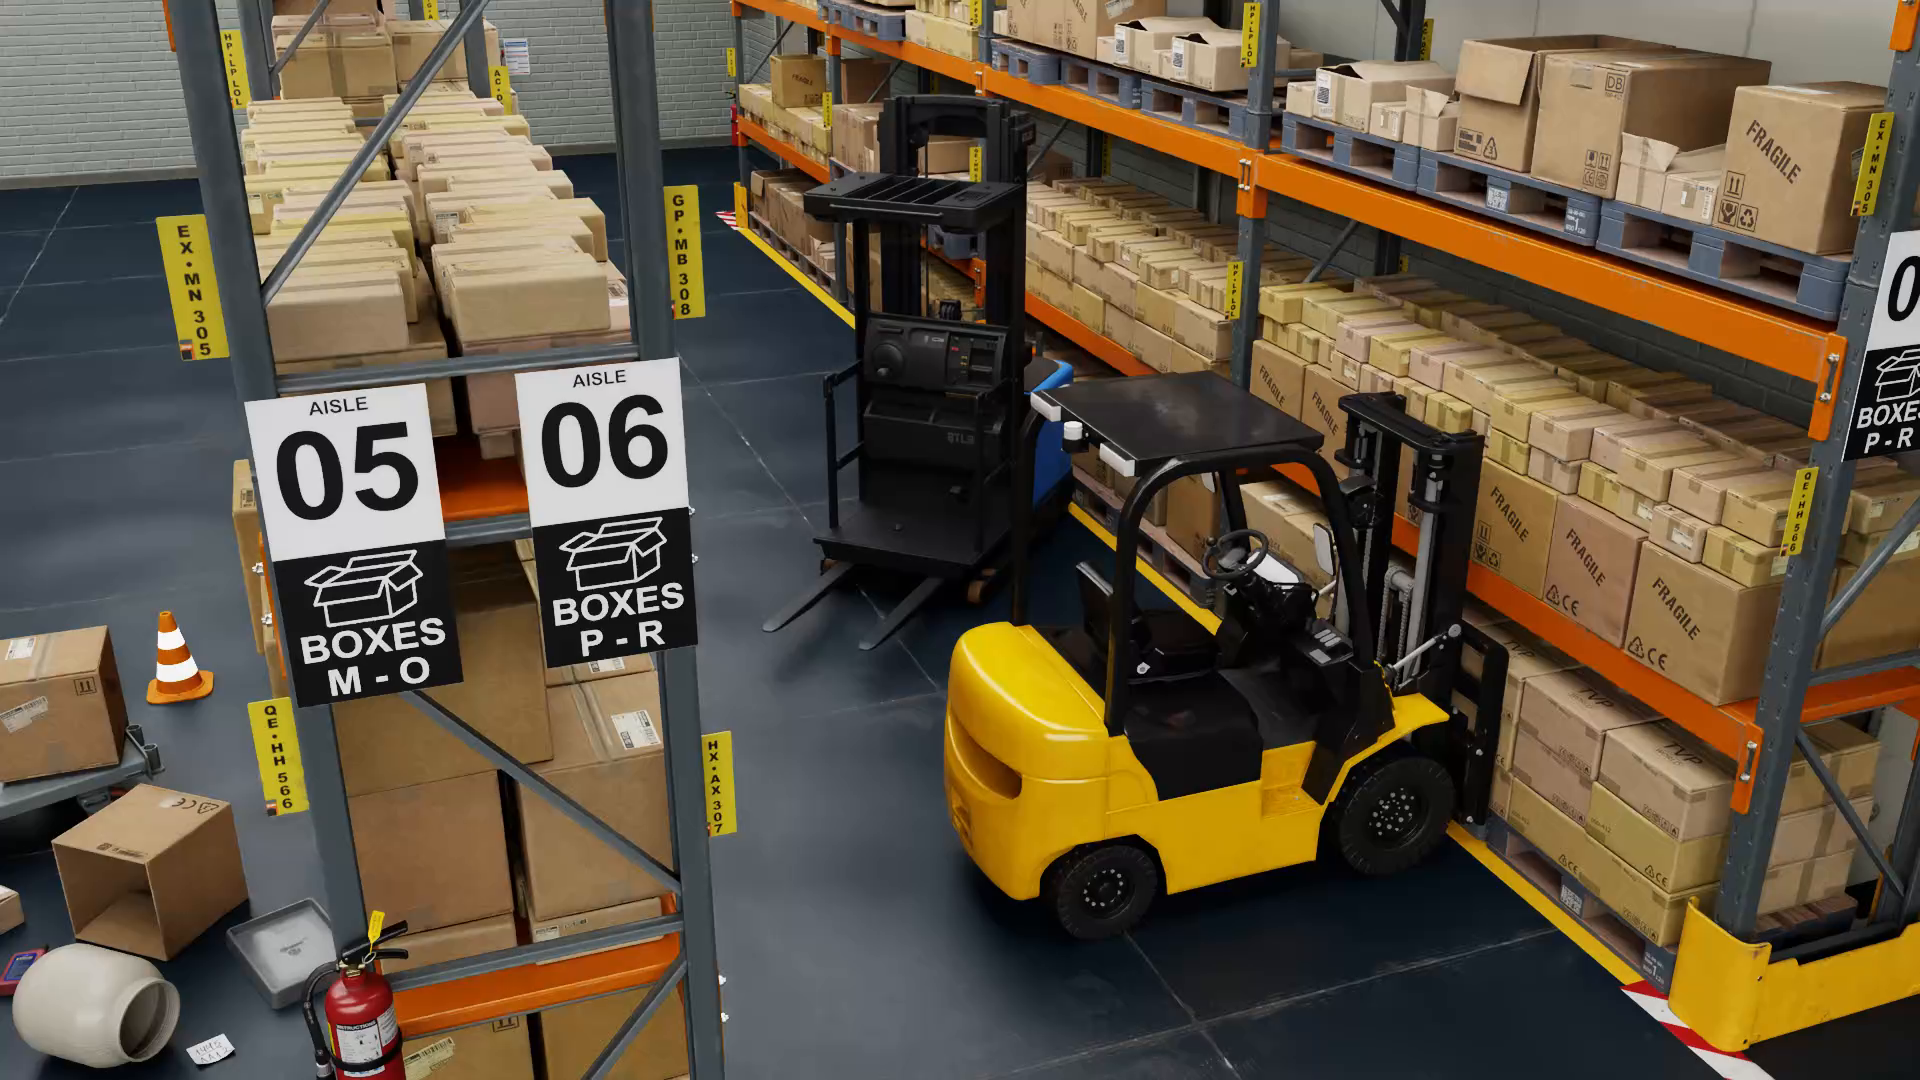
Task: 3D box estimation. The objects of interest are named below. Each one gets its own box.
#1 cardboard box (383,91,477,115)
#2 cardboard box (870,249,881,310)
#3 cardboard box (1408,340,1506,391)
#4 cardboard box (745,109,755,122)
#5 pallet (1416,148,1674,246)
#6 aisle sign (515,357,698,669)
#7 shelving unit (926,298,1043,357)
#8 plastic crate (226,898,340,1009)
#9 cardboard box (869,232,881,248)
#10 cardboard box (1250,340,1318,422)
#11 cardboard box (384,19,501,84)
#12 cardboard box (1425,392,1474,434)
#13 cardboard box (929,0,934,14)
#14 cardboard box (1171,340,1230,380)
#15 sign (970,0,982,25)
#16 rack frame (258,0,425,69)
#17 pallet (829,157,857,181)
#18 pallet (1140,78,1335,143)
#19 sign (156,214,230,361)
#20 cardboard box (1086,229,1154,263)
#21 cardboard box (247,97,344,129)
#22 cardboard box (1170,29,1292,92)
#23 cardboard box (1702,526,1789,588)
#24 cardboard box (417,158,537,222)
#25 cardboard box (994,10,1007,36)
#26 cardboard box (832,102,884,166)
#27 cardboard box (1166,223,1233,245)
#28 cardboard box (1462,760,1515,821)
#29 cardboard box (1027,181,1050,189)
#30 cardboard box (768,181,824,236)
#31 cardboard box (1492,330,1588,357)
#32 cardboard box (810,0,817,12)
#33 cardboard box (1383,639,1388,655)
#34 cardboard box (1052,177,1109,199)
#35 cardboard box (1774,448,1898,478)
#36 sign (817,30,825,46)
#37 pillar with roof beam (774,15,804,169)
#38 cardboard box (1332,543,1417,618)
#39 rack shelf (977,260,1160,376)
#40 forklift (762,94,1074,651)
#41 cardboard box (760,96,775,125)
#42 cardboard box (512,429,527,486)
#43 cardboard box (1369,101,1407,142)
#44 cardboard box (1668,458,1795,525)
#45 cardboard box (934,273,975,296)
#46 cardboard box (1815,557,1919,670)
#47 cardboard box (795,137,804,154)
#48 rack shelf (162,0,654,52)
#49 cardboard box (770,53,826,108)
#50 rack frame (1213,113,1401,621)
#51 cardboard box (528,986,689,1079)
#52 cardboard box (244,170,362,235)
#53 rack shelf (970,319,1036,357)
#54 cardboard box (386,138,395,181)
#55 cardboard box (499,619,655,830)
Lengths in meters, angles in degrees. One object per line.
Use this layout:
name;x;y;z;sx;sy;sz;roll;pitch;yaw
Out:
cardboard box;-2.286;-1.844;7.197;0.380;0.149;0.250;-8;24;-18
cardboard box;-0.628;-2.527;16.061;0.500;0.500;0.500;-9;24;-20
cardboard box;2.405;-0.846;8.047;0.380;0.149;0.250;-8;24;-19
cardboard box;-2.339;-5.065;19.728;0.380;0.149;0.250;-9;24;-19
pallet;2.793;-1.570;7.364;1.003;0.211;1.213;-8;24;-19
aisle sign;-0.877;-0.059;4.182;0.394;0.787;0.004;-8;24;-19
shelving unit;0.169;-1.111;12.438;0.538;1.125;1.048;-9;24;-20
plastic crate;-2.815;1.733;7.034;0.402;0.080;0.583;-18;29;-37
cardboard box;-0.738;-2.968;16.272;0.380;0.149;0.250;-9;24;-20
cardboard box;1.953;-0.826;9.220;0.500;0.500;0.500;-9;24;-20
cardboard box;-2.619;-2.479;8.416;0.500;0.250;0.500;-9;24;-20
cardboard box;2.434;-0.606;7.861;0.380;0.149;0.250;-9;24;-20
cardboard box;-0.036;-4.401;13.647;0.380;0.149;0.250;-8;24;-19
cardboard box;1.618;-1.055;10.085;0.500;0.250;0.500;-8;24;-18
sign;0.119;-3.977;12.297;0.100;0.325;0.005;-8;24;-19
rack frame;-4.015;-4.513;10.371;1.000;3.000;0.127;-8;24;-19
pallet;-0.606;-3.490;15.916;1.003;0.211;1.213;-8;24;-19
pallet;1.717;-2.590;9.917;0.805;0.209;1.217;-9;25;-21
sign;-1.715;-0.563;3.721;0.100;0.325;0.005;-8;24;-19
cardboard box;1.067;-1.962;11.079;0.380;0.149;0.250;-9;24;-20
cardboard box;-2.796;-1.770;7.021;0.380;0.149;0.250;-9;24;-20
cardboard box;1.557;-2.788;9.585;0.500;0.311;0.500;-9;25;-21
cardboard box;3.069;0.044;6.321;0.380;0.149;0.250;-8;24;-18
cardboard box;-1.632;-1.190;5.646;0.380;0.149;0.250;-8;24;-18
cardboard box;0.466;-3.777;12.117;0.380;0.166;0.250;-8;24;-19
cardboard box;-0.824;-3.917;16.013;0.700;0.500;0.500;-8;24;-18
cardboard box;1.622;-2.040;11.264;0.380;0.149;0.250;-8;24;-19
cardboard box;2.657;1.057;7.879;0.500;0.250;0.500;-8;24;-18
cardboard box;0.464;-2.619;12.639;0.380;0.149;0.250;-8;24;-17
cardboard box;-1.806;-3.828;19.148;0.700;0.500;0.500;-7;24;-17
cardboard box;2.858;-0.915;8.212;0.380;0.149;0.250;-9;24;-20
cardboard box;-1.273;-5.330;16.495;0.380;0.149;0.250;-8;24;-19
cardboard box;2.446;0.635;8.238;0.500;0.250;0.500;-8;24;-19
cardboard box;0.931;-2.685;12.795;0.380;0.149;0.250;-8;24;-17
cardboard box;3.499;-0.263;6.664;0.380;0.149;0.250;-7;24;-17
sign;-1.673;-6.086;19.929;0.100;0.325;0.005;-8;24;-19
pillar with roof beam;-6.336;-8.615;20.103;9.100;9.000;0.400;-8;24;-19
cardboard box;2.275;0.221;8.577;0.500;0.250;0.500;-7;24;-17
rack shelf;1.334;-1.373;11.571;1.077;0.370;4.000;-8;24;-19
forklift;-0.240;-1.125;10.146;1.130;2.935;3.031;9;25;21
cardboard box;-1.930;-4.837;18.674;0.500;0.250;0.500;-9;24;-20
cardboard box;-1.002;-0.273;4.497;0.380;0.149;0.250;-8;24;-19
cardboard box;2.186;-1.999;7.924;0.380;0.149;0.250;-8;24;-17
cardboard box;3.013;-0.193;6.498;0.380;0.149;0.250;-8;24;-19
cardboard box;-0.012;-2.215;14.485;0.380;0.149;0.250;-8;24;-17
cardboard box;3.538;0.212;6.756;0.500;0.500;0.500;-8;24;-17
cardboard box;-1.545;-4.220;17.724;0.380;0.149;0.250;-9;24;-20
rack shelf;-1.895;-2.000;5.339;1.077;0.370;4.000;-8;24;-19
cardboard box;-1.760;-5.004;18.105;0.500;0.500;0.500;-8;24;-18
rack frame;2.040;-0.977;9.707;1.000;3.000;0.127;-8;24;-19
cardboard box;-1.224;1.547;5.752;0.500;0.500;0.500;-9;25;-21
cardboard box;-2.158;-1.110;5.457;0.380;0.149;0.250;-8;24;-18
rack shelf;0.169;-1.381;12.324;0.538;0.278;1.000;-9;24;-20
cardboard box;-2.194;-1.621;7.182;0.500;0.250;0.500;-9;24;-19
cardboard box;-1.283;0.577;5.506;0.500;0.500;0.500;-8;24;-17
